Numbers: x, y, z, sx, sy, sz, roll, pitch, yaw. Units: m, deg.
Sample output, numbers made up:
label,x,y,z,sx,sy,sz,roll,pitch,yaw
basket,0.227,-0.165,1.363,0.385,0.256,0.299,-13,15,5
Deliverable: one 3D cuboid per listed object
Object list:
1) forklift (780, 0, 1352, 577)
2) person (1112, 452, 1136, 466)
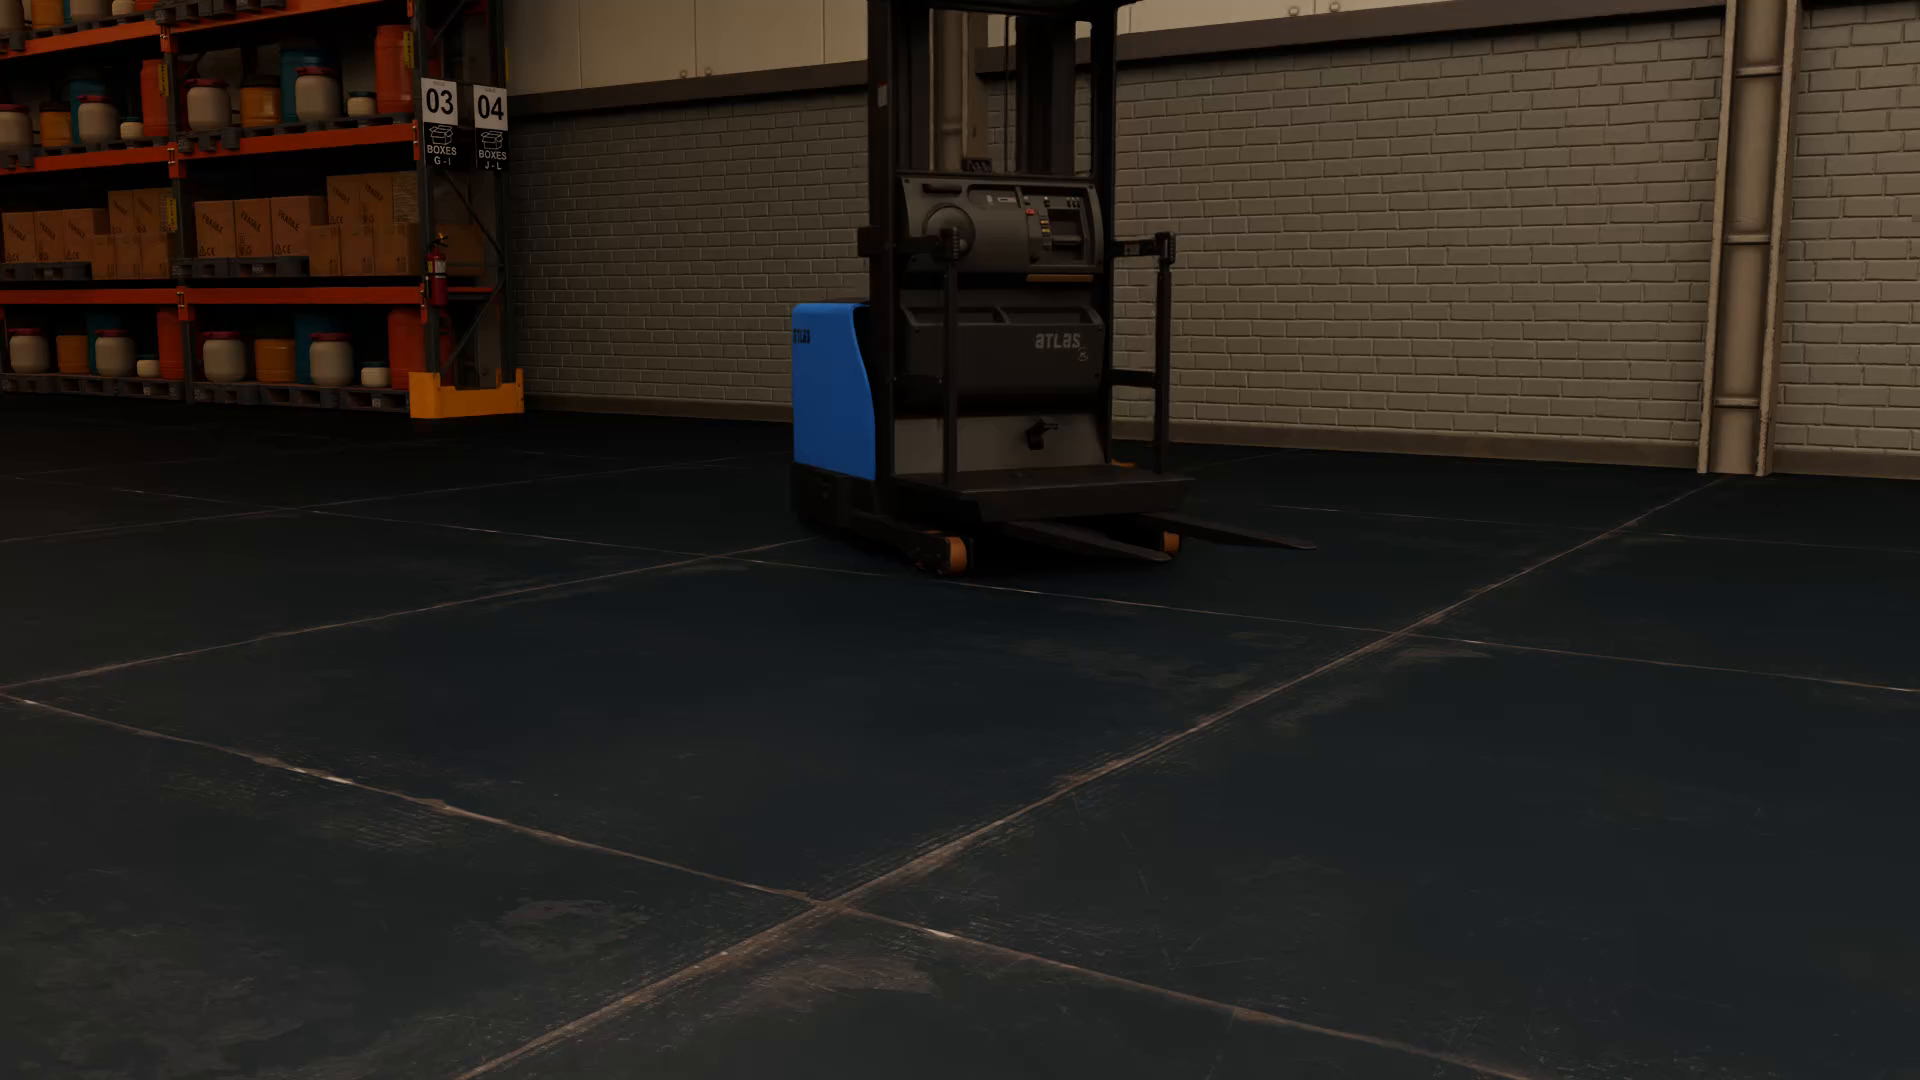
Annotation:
label,x,y,z,sx,sy,sz,roll,pitch,yaw
forklift,0.331,-1.378,6.885,1.130,2.935,3.031,-5,9,-31
person,0.867,-1.340,10.668,0.546,1.793,0.695,1,8,4
